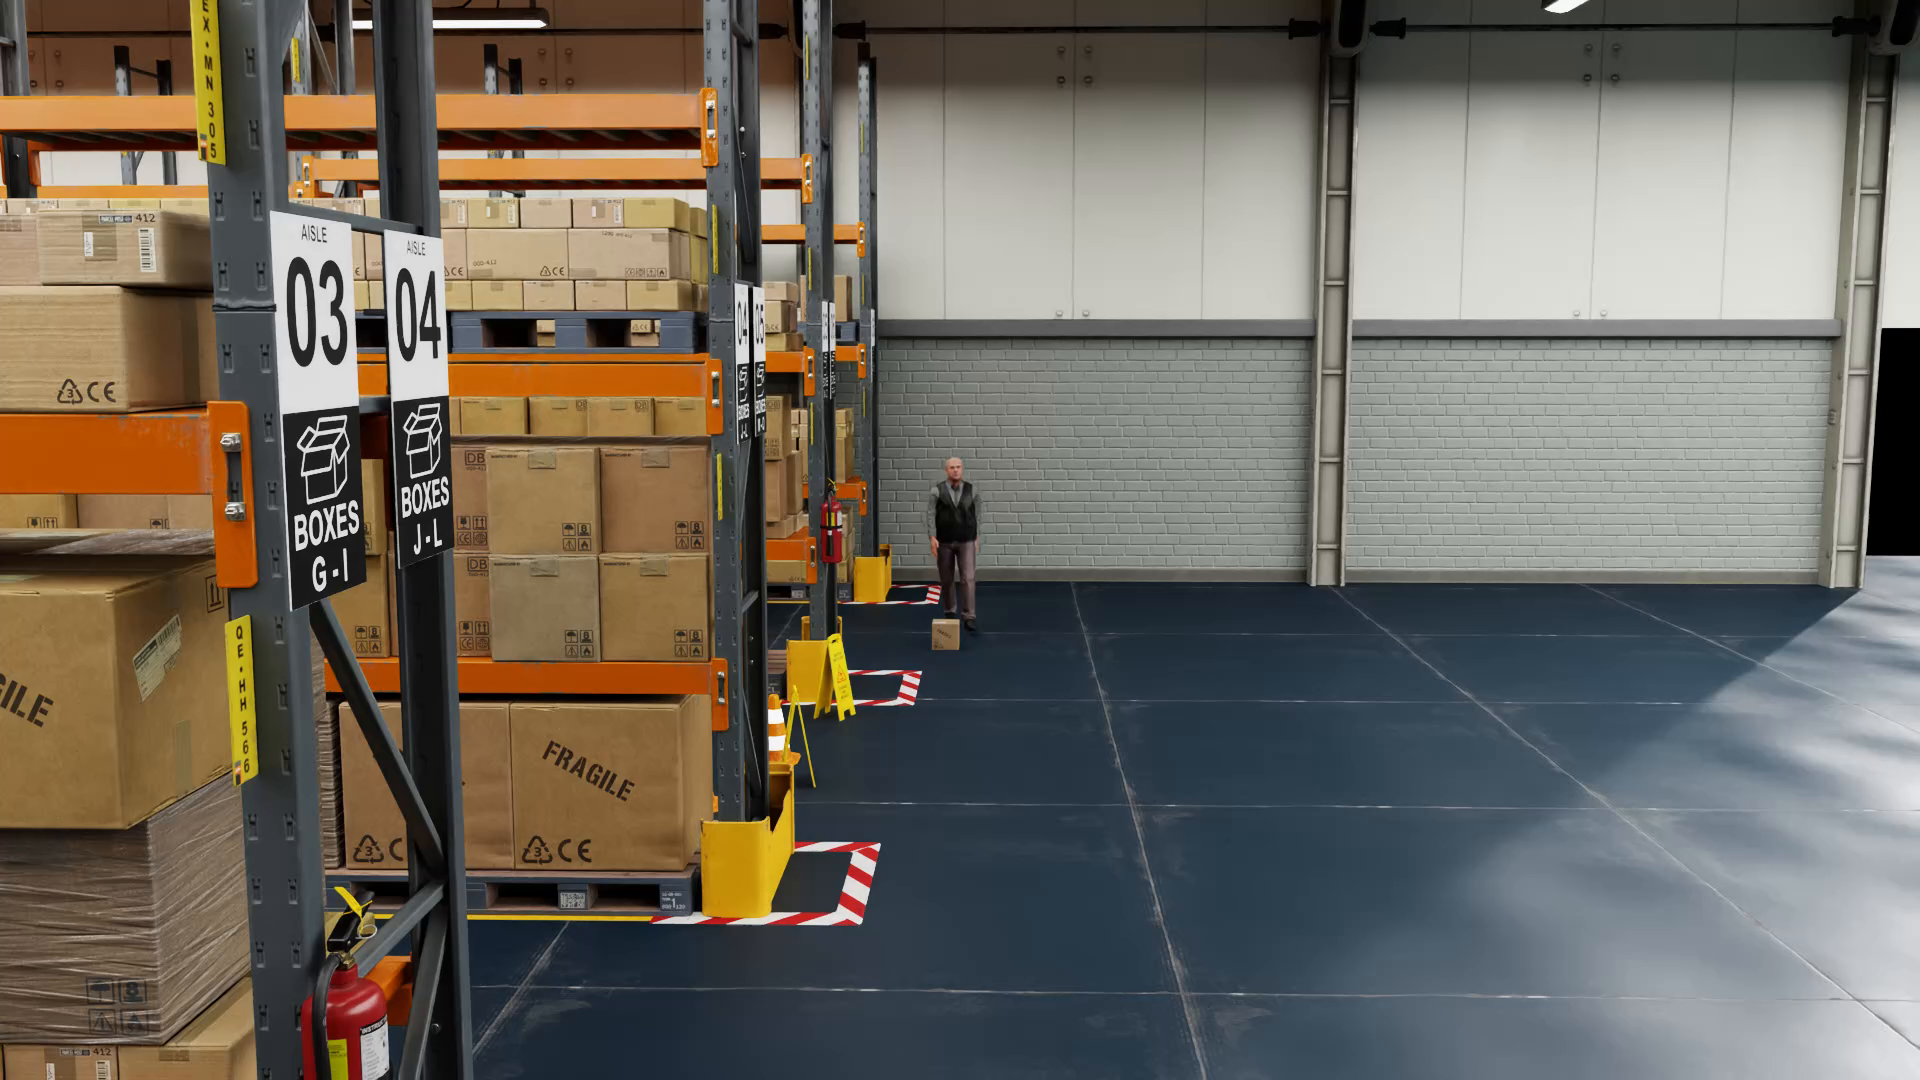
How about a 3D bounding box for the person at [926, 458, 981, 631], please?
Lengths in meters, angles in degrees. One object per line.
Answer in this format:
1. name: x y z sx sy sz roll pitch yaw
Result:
1. person: -0.061 0.036 16.441 0.546 1.684 0.886 0 7 0
